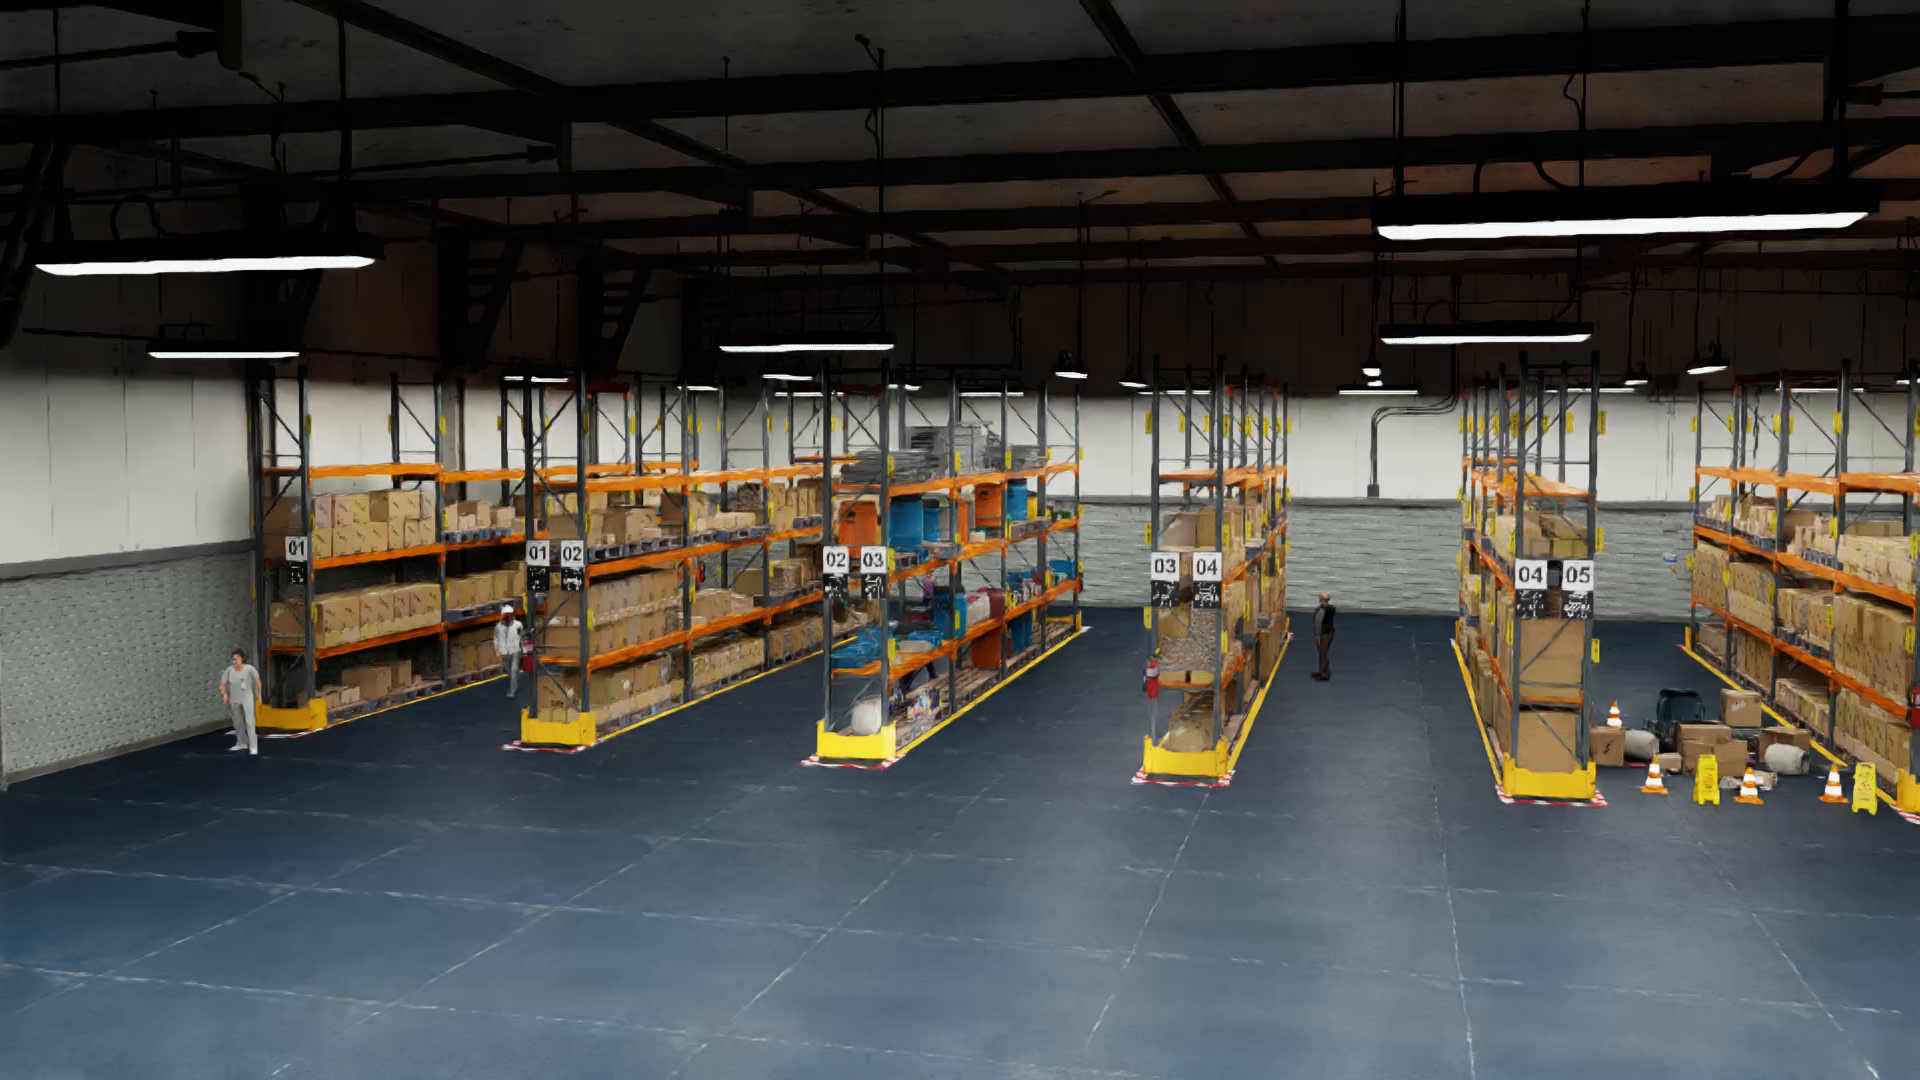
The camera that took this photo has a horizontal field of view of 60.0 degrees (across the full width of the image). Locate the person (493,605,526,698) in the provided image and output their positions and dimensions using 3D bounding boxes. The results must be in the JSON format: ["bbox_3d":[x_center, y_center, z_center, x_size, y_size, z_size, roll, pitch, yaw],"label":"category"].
[{"bbox_3d":[-8.289,2.029,30.614,0.564,1.699,1.088,0,4,5],"label":"person"}]

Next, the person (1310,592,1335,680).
[{"bbox_3d":[7.123,1.882,32.748,0.535,1.708,0.616,3,5,41],"label":"person"}]

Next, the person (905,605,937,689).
[{"bbox_3d":[-0.758,2.020,31.606,0.478,1.579,0.996,2,4,24],"label":"person"}]

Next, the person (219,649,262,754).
[{"bbox_3d":[-10.913,2.445,25.332,0.614,1.610,0.799,0,4,-4],"label":"person"}]

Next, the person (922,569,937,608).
[{"bbox_3d":[-0.723,1.405,41.022,0.416,1.525,1.034,1,4,13],"label":"person"}]
